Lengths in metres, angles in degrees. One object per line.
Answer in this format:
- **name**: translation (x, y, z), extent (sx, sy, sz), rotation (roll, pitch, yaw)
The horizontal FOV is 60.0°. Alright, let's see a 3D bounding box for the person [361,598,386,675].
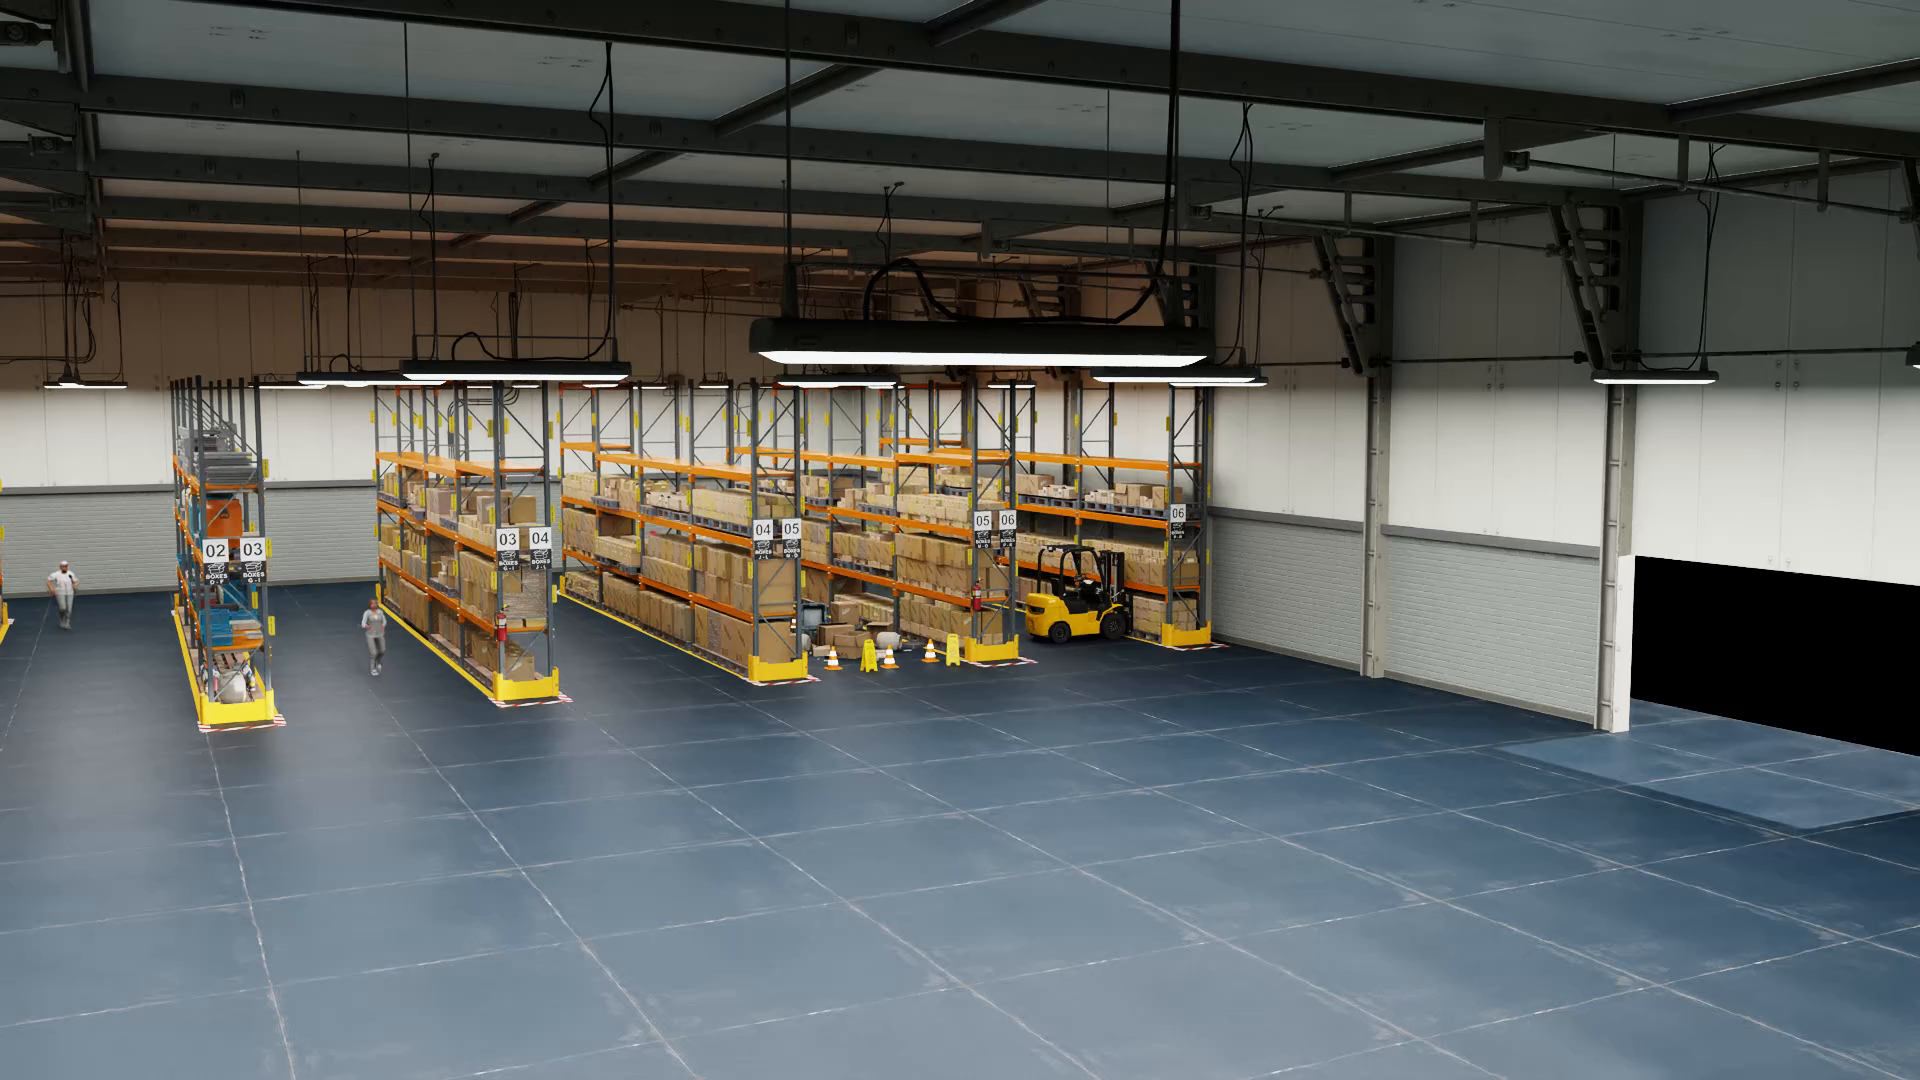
- **person**: translation (-11.775, 1.957, 33.528), extent (0.524, 1.553, 0.537), rotation (-3, 6, -34)

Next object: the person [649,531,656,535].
- **person**: translation (-8.827, 0.611, 47.551), extent (0.646, 1.773, 0.593), rotation (-3, 6, -29)

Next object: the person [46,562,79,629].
- **person**: translation (-21.627, 1.336, 40.184), extent (0.657, 1.634, 0.664), rotation (-5, 7, -45)

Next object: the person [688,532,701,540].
- **person**: translation (-8.055, 0.404, 50.455), extent (0.767, 1.759, 0.592), rotation (-2, 6, -23)
